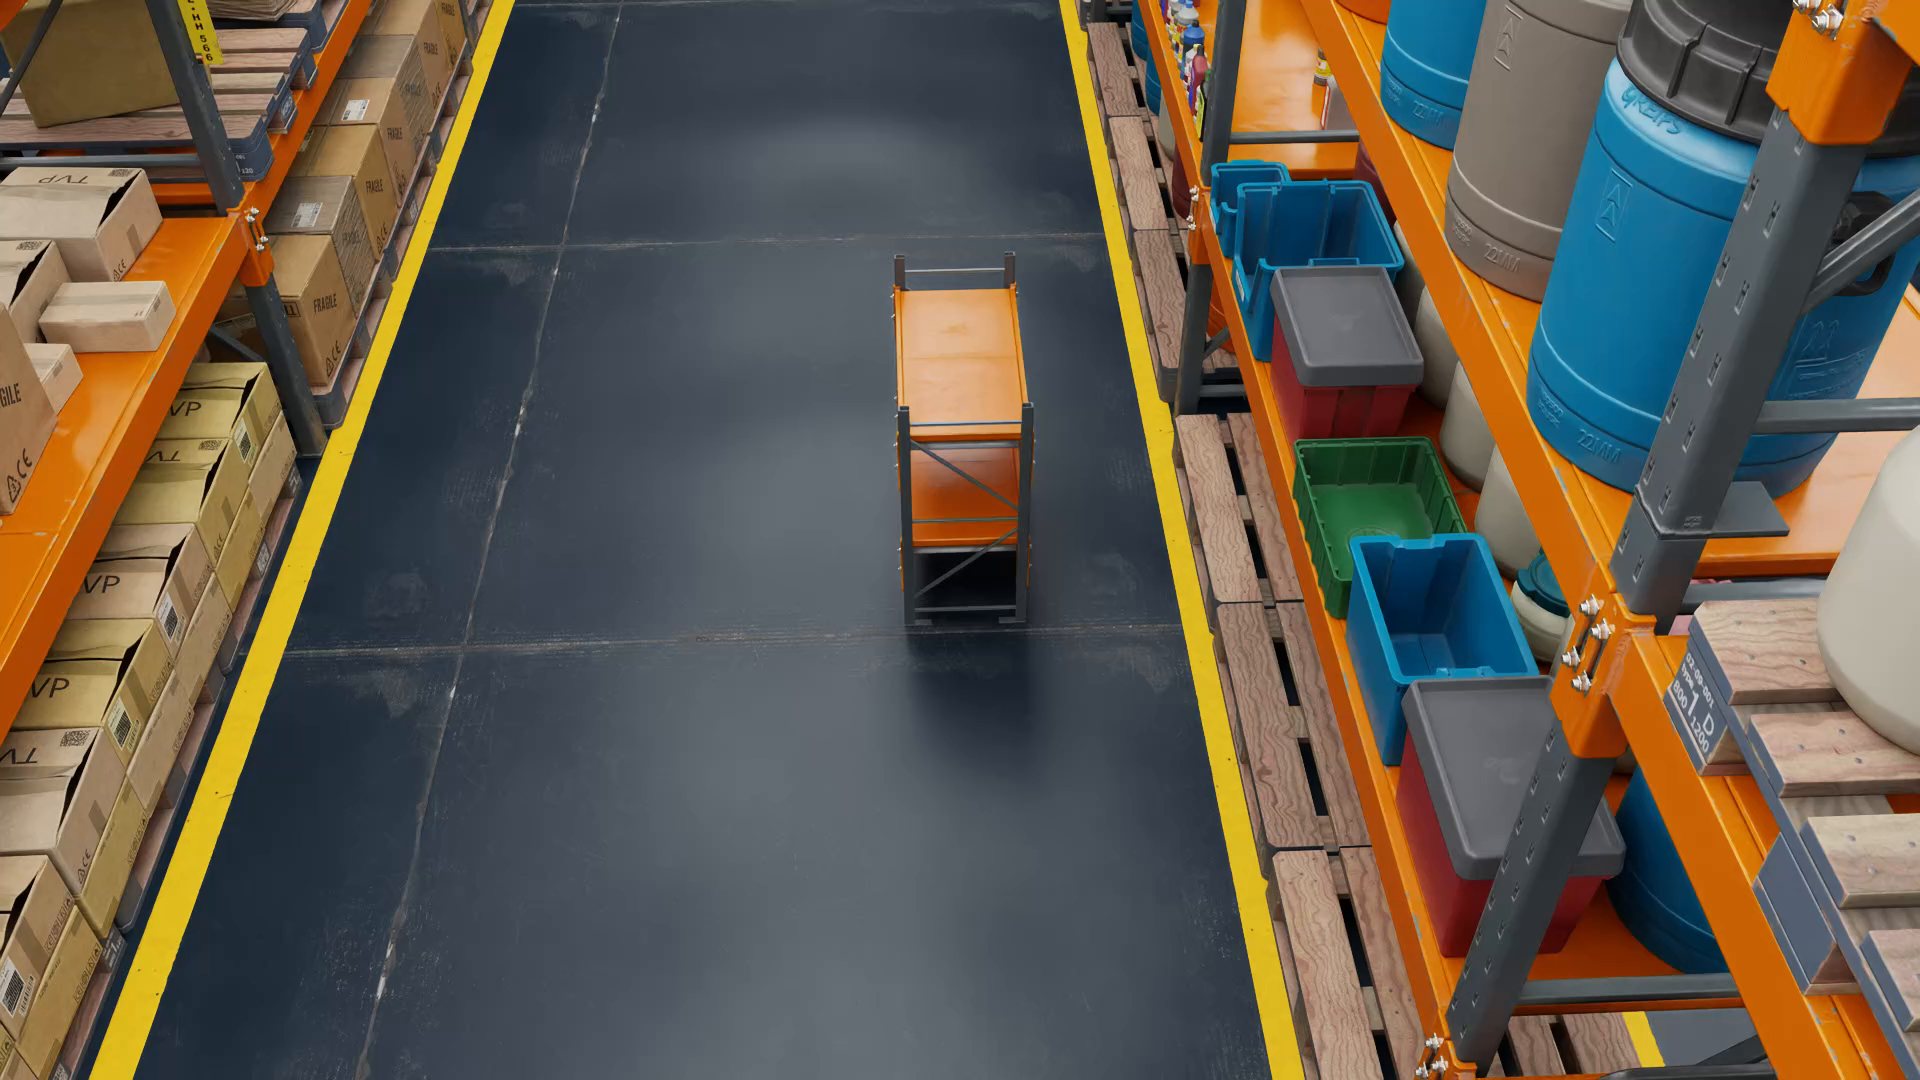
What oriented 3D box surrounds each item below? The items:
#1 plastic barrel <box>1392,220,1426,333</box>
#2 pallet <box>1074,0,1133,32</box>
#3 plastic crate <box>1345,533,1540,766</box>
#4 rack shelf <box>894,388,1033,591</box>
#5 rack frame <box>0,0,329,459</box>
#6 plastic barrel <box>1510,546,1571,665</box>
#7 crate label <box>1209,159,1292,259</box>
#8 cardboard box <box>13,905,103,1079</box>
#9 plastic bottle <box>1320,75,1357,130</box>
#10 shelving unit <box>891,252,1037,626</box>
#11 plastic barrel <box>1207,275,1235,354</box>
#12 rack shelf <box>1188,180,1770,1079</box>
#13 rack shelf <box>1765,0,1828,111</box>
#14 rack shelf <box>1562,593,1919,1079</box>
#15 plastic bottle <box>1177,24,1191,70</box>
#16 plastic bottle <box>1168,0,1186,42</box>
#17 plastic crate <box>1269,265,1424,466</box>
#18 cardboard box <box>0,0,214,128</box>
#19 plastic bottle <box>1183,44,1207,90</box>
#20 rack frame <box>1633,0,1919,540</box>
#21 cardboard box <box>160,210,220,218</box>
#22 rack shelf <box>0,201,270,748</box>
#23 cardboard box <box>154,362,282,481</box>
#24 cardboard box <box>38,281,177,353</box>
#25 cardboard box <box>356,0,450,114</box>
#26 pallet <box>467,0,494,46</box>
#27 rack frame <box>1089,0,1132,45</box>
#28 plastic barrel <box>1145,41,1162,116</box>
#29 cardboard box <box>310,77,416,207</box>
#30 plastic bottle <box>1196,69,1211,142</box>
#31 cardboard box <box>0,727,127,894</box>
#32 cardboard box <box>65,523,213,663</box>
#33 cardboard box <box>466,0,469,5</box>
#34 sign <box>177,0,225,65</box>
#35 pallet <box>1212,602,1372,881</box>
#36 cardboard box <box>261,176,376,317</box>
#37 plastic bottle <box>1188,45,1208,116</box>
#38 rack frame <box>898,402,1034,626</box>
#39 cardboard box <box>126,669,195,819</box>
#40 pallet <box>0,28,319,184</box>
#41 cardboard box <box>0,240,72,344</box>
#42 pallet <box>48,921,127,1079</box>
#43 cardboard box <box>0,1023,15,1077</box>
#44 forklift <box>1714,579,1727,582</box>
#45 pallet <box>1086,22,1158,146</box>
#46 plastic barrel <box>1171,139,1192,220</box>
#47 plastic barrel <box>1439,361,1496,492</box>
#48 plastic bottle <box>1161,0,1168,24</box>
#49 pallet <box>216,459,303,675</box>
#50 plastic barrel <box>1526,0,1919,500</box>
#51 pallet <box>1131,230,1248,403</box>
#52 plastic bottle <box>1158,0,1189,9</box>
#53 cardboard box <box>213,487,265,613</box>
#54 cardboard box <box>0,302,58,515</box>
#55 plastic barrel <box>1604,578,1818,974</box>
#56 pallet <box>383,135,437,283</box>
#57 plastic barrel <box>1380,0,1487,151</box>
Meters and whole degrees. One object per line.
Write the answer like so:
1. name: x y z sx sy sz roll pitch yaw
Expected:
1. plastic barrel: 1.764 -1.004 6.043 0.421 0.512 0.421 0 43 0
2. pallet: 1.267 -3.819 11.260 1.003 0.211 1.213 -2 43 -2
3. plastic crate: 1.320 0.319 4.694 0.392 0.384 0.575 -2 43 -2
4. rack shelf: 0.000 -0.239 7.040 0.538 0.278 1.000 -2 43 -2
5. rack frame: -3.442 -1.512 6.679 1.000 3.000 0.127 -2 43 -2
6. plastic barrel: 1.774 0.202 4.912 0.301 0.262 0.301 0 43 0
7. crate label: 1.151 -1.294 6.566 0.303 0.233 0.416 -2 43 -2
8. cardboard box: -3.062 1.423 5.202 0.500 0.250 0.500 -1 43 -1
9. plastic bottle: 1.660 -1.902 7.197 0.152 0.276 0.135 -2 43 -2
10. shelving unit: 0.000 -0.419 6.875 0.538 1.125 1.048 -2 43 -2
11. plastic barrel: 1.470 -1.336 7.783 0.600 0.830 0.708 -2 43 -2
12. rack shelf: 1.592 -0.036 5.602 1.077 0.370 4.000 -2 43 -2
13. rack shelf: 1.592 -2.100 3.710 1.077 0.370 4.000 -2 43 -2
14. rack shelf: 1.762 1.559 1.642 1.077 0.370 4.000 -2 43 -2
15. plastic bottle: 1.055 -2.270 7.654 0.097 0.201 0.097 0 43 0
16. plastic bottle: 1.043 -2.467 7.869 0.097 0.201 0.097 0 43 0
17. plastic crate: 1.270 -0.575 5.610 0.402 0.464 0.583 -2 43 -2
18. cardboard box: -3.581 -2.125 6.964 0.700 0.500 0.500 -15 45 -16
19. plastic bottle: 1.063 -2.139 7.510 0.097 0.201 0.097 0 43 0
20. rack frame: 1.677 -1.162 1.858 1.000 3.000 0.127 -2 43 -2
21. cardboard box: -3.723 -1.691 7.845 0.500 0.250 0.500 0 43 0
22. rack shelf: -3.357 0.104 5.449 1.077 0.370 4.000 -2 43 -2
23. cardboard box: -3.173 -0.513 6.899 0.500 0.311 0.500 -1 43 -1
24. cardboard box: -3.127 -0.820 6.110 0.380 0.149 0.250 -2 43 -2
25. cardboard box: -3.292 -2.794 9.602 0.500 0.500 0.500 -2 43 -2
26. pallet: -3.640 -3.648 11.073 1.003 0.211 1.213 -2 43 -2
27. rack frame: 1.337 -4.352 9.778 1.000 3.000 0.127 -2 43 -2
28. plastic barrel: 1.374 -2.887 9.422 0.600 0.901 0.708 -2 43 -2
29. cardboard box: -3.247 -2.112 8.859 0.500 0.500 0.500 -3 43 -3
30. plastic bottle: 1.064 -1.869 7.155 0.061 0.283 0.133 -2 43 -2
31. cardboard box: -3.080 0.867 5.393 0.500 0.311 0.500 -3 43 -3
32. cardboard box: -3.126 0.179 6.144 0.500 0.311 0.500 -2 43 -2
33. cardboard box: -3.413 -3.673 10.701 0.500 0.311 0.500 -2 43 -2
34. sign: -2.887 -1.957 6.308 0.100 0.325 0.005 -2 43 -2
35. pallet: 1.550 0.722 6.306 1.003 0.211 1.213 -2 43 -2
36. cardboard box: -3.203 -1.421 8.105 0.500 0.500 0.500 -3 43 -3
37. plastic bottle: 1.054 -2.025 7.325 0.061 0.283 0.133 -2 43 -2
38. rack frame: 0.021 -0.076 6.500 0.500 1.125 0.032 -2 43 -2
39. cardboard box: -3.107 0.730 5.958 0.500 0.250 0.500 -1 43 -1
40. pallet: -3.541 -1.896 7.241 1.213 0.211 1.003 -2 43 -2
41. cardboard box: -3.597 -0.869 6.044 0.500 0.311 0.500 -2 43 -2
42. pallet: -3.342 1.720 5.217 1.003 0.211 1.213 -2 43 -2
43. cardboard box: -3.041 1.555 4.643 0.500 0.311 0.500 -2 43 -2
44. forklift: 3.500 -1.686 6.920 1.130 2.935 3.031 28 49 27
45. pallet: 1.329 -2.801 10.150 1.003 0.211 1.213 -2 43 -2
46. plastic barrel: 1.422 -2.009 8.696 0.600 0.588 0.708 -2 43 -2
47. plastic barrel: 1.806 -0.440 5.410 0.433 0.535 0.433 0 43 0
48. plastic bottle: 1.015 -2.641 7.997 0.061 0.283 0.133 -2 43 -2
49. pallet: -3.446 0.073 7.014 1.003 0.211 1.213 -2 43 -2
50. plastic barrel: 1.439 -0.578 3.070 0.600 0.901 0.708 -2 43 -2
51. pallet: 1.432 -1.154 8.353 1.003 0.211 1.213 -2 43 -2
52. plastic bottle: 1.050 -2.774 8.093 0.144 0.351 0.185 -2 43 -2
53. cardboard box: -3.150 0.043 6.707 0.500 0.250 0.500 -2 43 -2
54. cardboard box: -3.354 -0.416 5.410 0.500 0.500 0.500 -4 43 -4
55. plastic barrel: 1.963 0.595 4.010 0.600 0.901 0.708 -2 43 -2
56. pallet: -3.484 -1.810 9.069 1.003 0.211 1.213 -2 43 -2
57. plastic barrel: 1.383 -1.462 4.034 0.600 0.901 0.708 -2 43 -2
